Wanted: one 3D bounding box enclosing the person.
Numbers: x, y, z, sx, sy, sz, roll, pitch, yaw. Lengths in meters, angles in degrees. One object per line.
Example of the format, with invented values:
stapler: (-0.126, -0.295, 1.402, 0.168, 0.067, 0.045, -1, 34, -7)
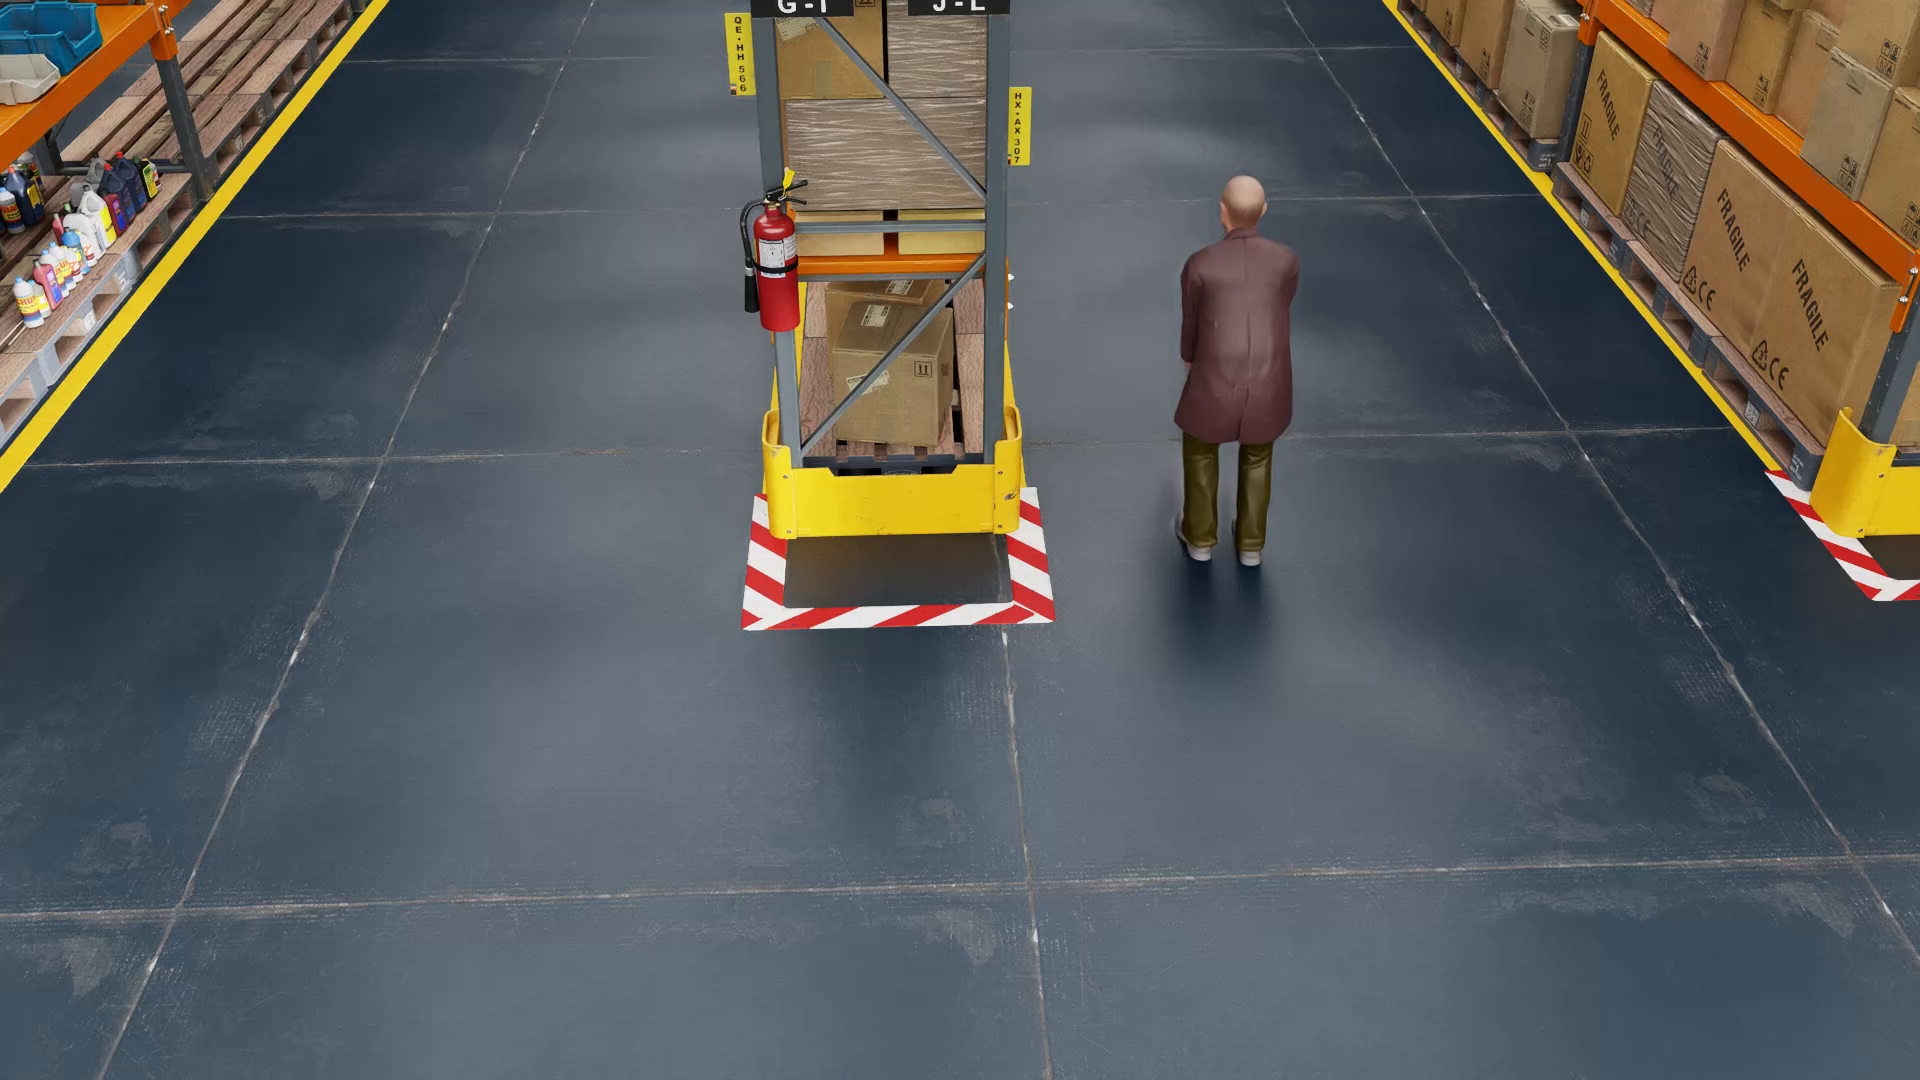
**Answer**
person: (1.186, -0.735, 7.238, 0.529, 1.760, 0.592, -2, 35, -3)
